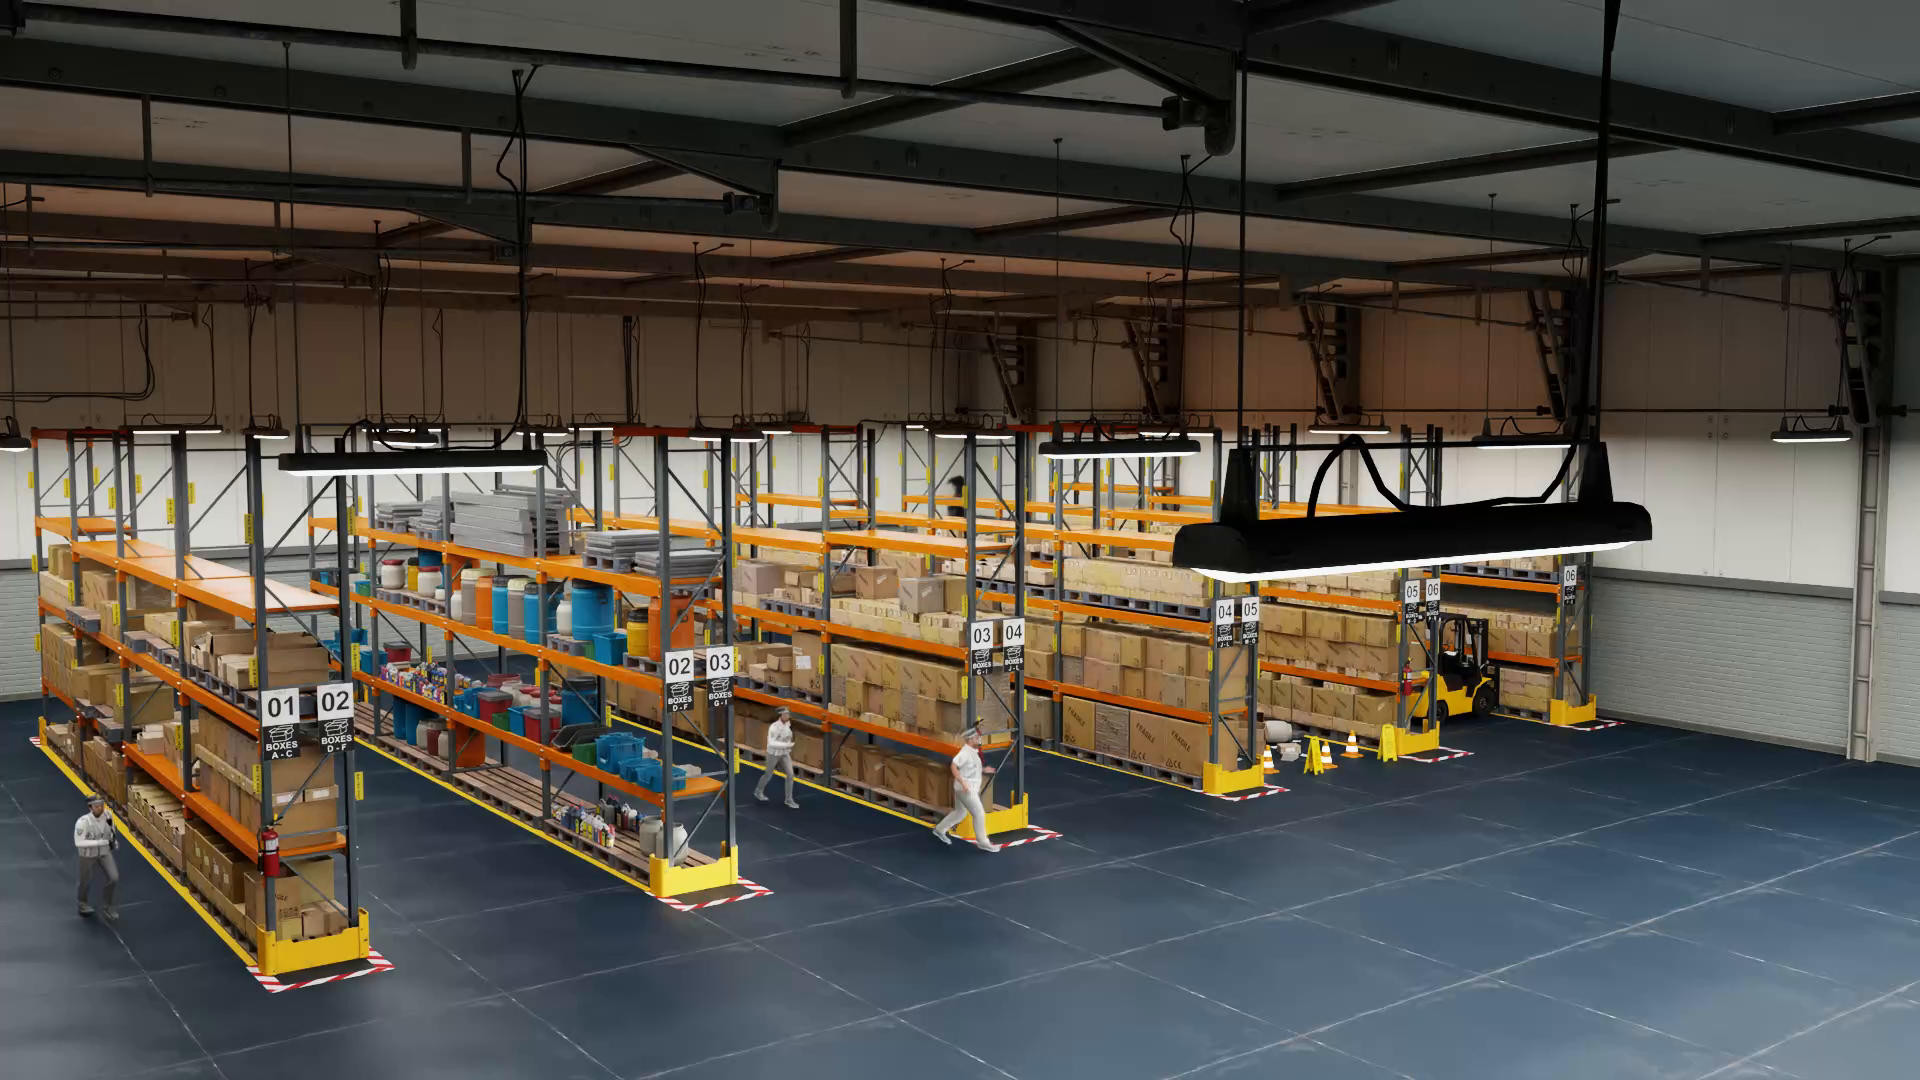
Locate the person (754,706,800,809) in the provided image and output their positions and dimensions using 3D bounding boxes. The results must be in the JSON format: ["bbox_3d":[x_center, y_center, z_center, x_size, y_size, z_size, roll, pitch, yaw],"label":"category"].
[{"bbox_3d":[-2.922,3.427,26.505,0.939,1.658,0.604,4,6,42],"label":"person"}]

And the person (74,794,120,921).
[{"bbox_3d":[-10.698,3.910,20.595,0.922,1.631,0.594,4,6,42],"label":"person"}]

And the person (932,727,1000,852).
[{"bbox_3d":[0.086,3.561,23.794,0.983,1.775,0.680,0,4,4],"label":"person"}]
